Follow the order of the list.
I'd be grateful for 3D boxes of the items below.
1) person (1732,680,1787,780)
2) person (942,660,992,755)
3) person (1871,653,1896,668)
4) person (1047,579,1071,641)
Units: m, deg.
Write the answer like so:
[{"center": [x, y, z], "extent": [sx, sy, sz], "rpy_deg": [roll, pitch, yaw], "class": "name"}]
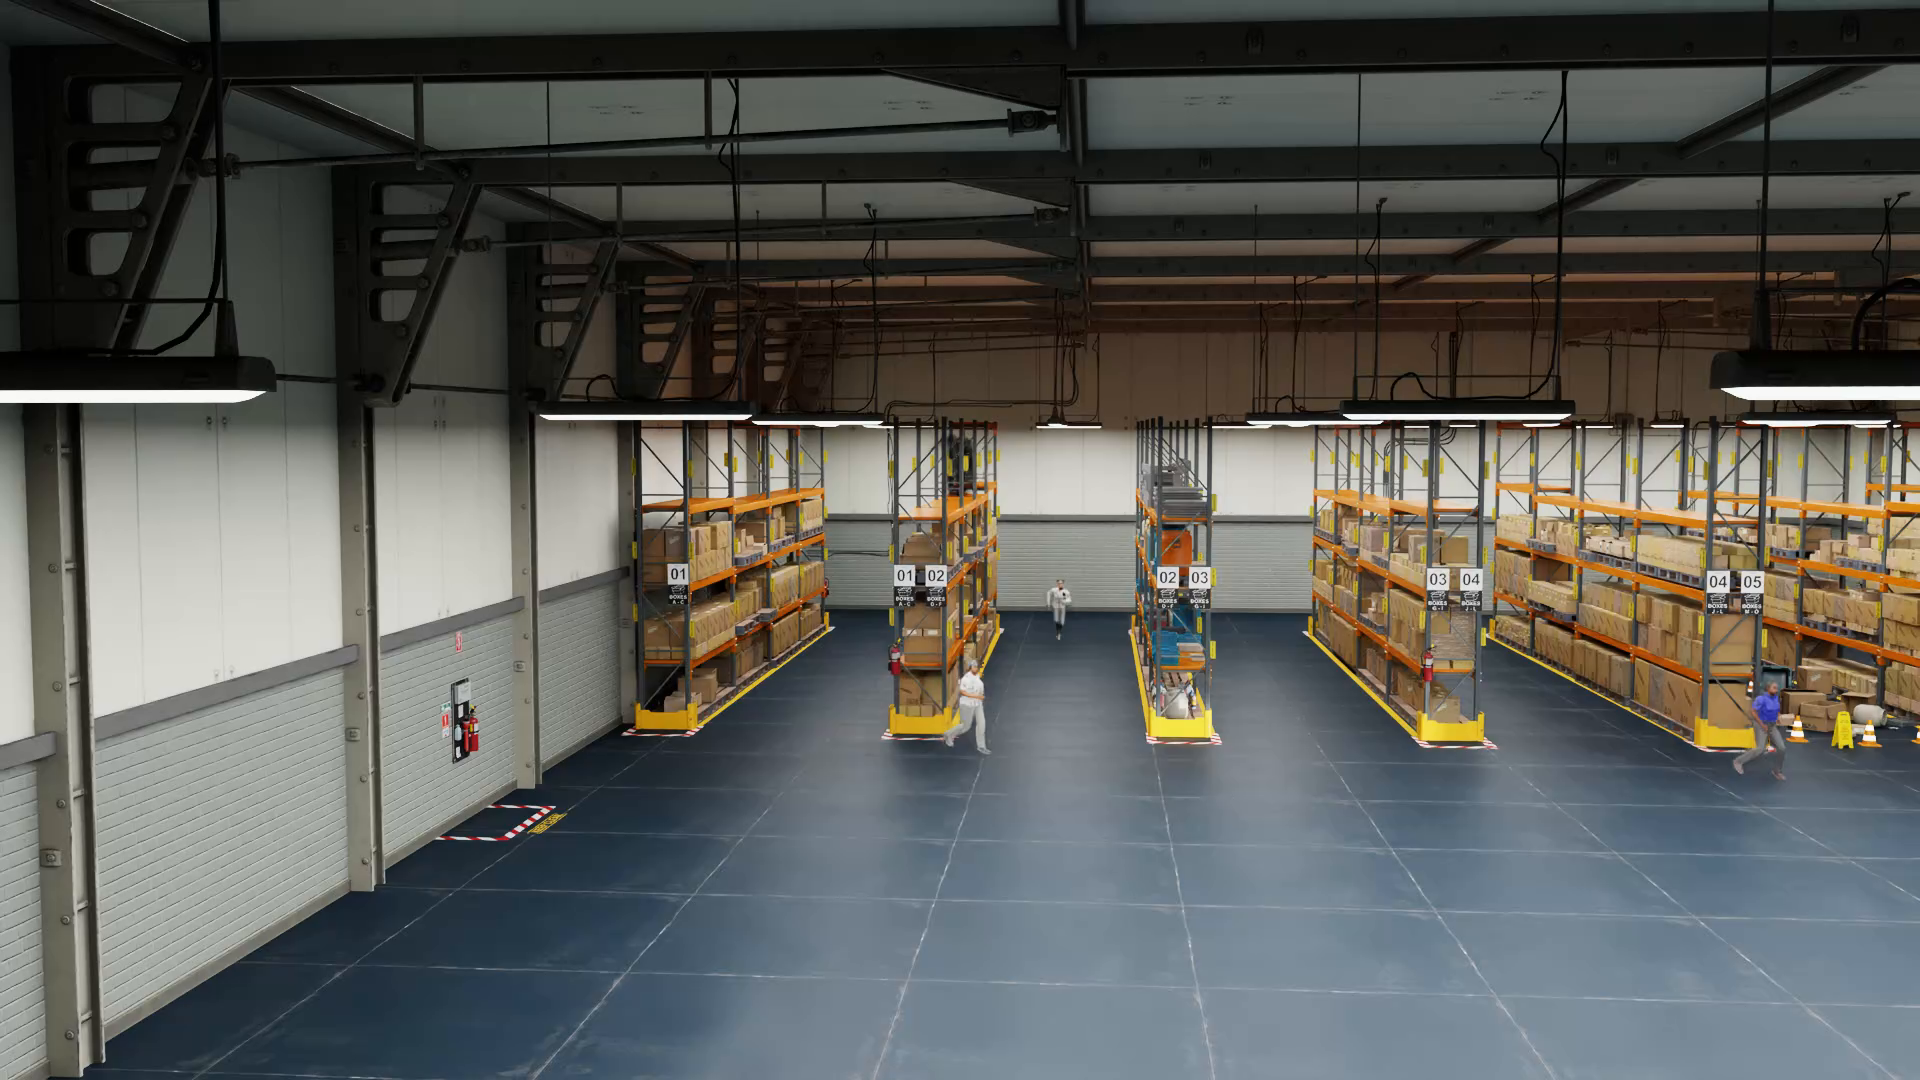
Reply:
[{"center": [13.286, 3.144, 27.503], "extent": [0.809, 1.657, 0.671], "rpy_deg": [-2, 4, -31], "class": "person"}, {"center": [0.157, 2.973, 29.667], "extent": [0.906, 1.663, 0.589], "rpy_deg": [2, 4, 33], "class": "person"}, {"center": [21.645, 2.278, 39.011], "extent": [0.671, 1.783, 0.884], "rpy_deg": [0, 4, 3], "class": "person"}, {"center": [2.630, 1.852, 44.304], "extent": [0.630, 1.668, 0.743], "rpy_deg": [0, 4, 4], "class": "person"}]
